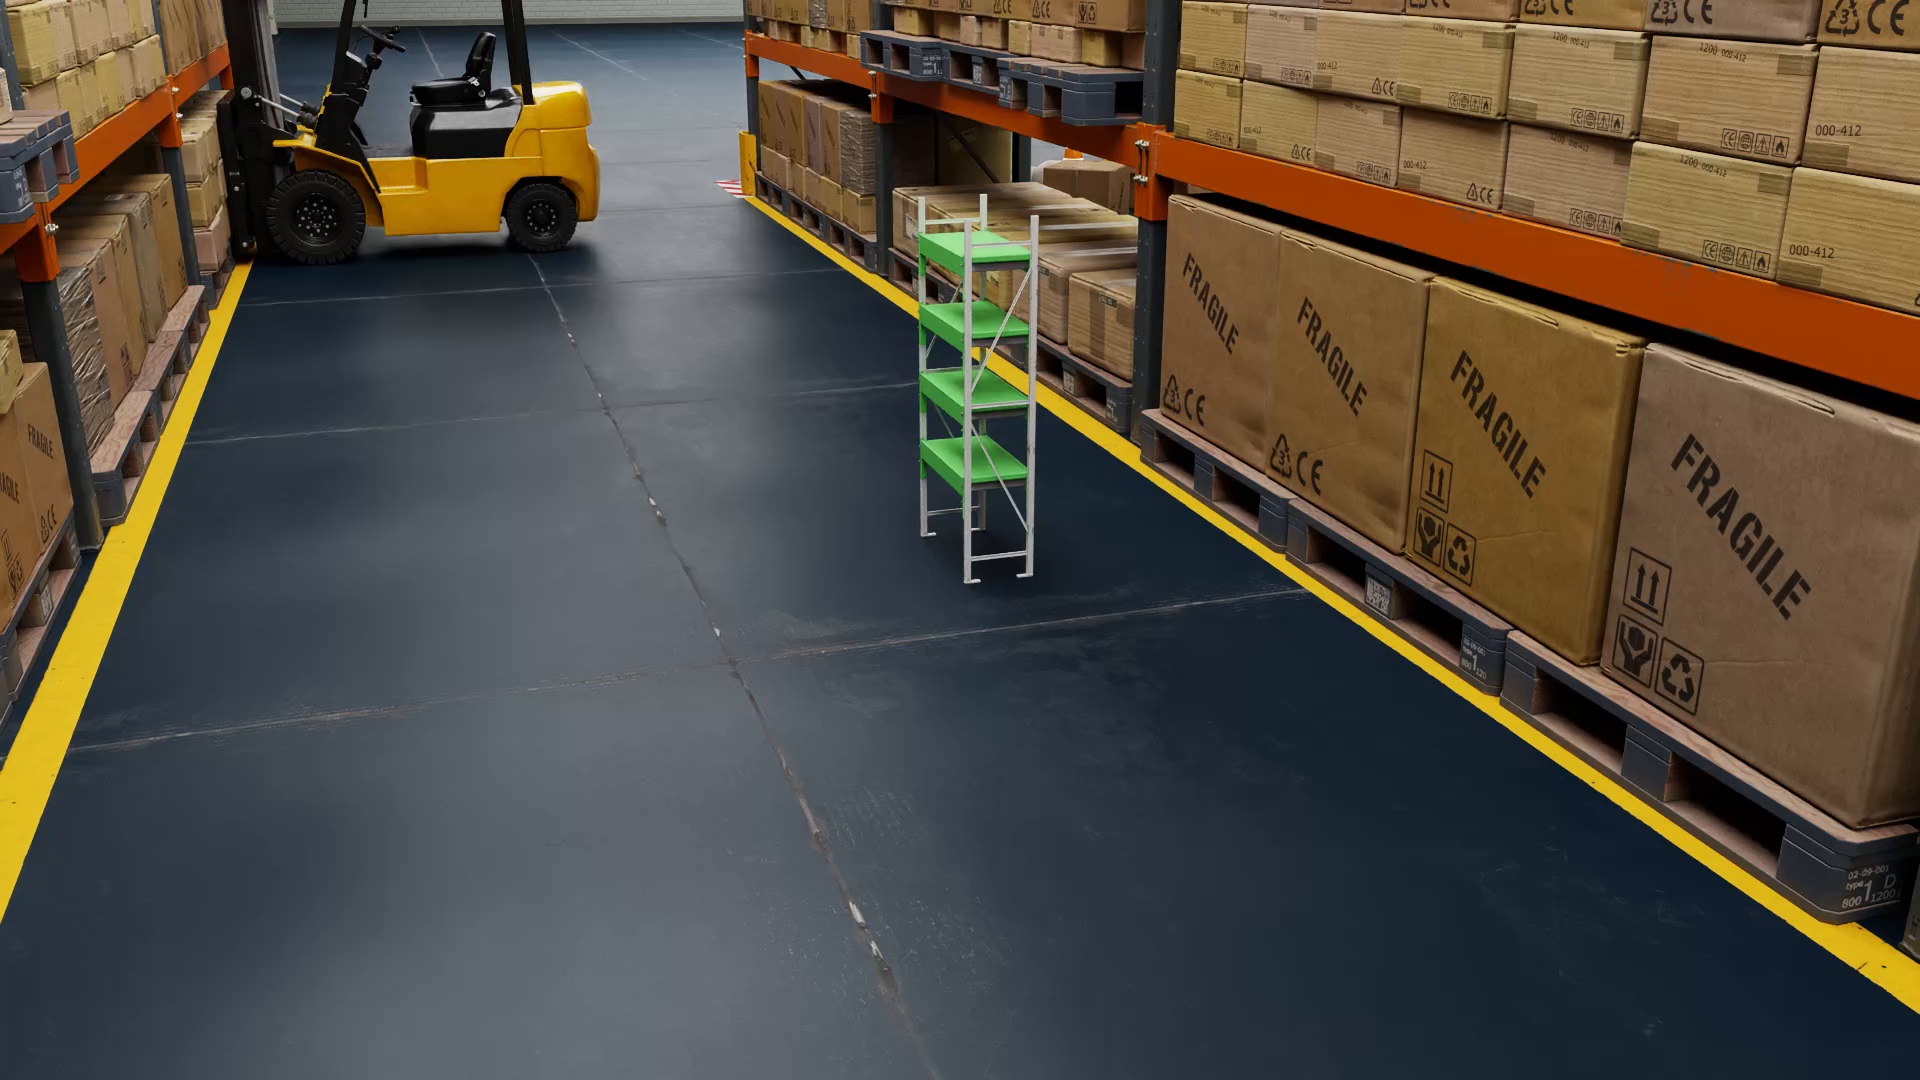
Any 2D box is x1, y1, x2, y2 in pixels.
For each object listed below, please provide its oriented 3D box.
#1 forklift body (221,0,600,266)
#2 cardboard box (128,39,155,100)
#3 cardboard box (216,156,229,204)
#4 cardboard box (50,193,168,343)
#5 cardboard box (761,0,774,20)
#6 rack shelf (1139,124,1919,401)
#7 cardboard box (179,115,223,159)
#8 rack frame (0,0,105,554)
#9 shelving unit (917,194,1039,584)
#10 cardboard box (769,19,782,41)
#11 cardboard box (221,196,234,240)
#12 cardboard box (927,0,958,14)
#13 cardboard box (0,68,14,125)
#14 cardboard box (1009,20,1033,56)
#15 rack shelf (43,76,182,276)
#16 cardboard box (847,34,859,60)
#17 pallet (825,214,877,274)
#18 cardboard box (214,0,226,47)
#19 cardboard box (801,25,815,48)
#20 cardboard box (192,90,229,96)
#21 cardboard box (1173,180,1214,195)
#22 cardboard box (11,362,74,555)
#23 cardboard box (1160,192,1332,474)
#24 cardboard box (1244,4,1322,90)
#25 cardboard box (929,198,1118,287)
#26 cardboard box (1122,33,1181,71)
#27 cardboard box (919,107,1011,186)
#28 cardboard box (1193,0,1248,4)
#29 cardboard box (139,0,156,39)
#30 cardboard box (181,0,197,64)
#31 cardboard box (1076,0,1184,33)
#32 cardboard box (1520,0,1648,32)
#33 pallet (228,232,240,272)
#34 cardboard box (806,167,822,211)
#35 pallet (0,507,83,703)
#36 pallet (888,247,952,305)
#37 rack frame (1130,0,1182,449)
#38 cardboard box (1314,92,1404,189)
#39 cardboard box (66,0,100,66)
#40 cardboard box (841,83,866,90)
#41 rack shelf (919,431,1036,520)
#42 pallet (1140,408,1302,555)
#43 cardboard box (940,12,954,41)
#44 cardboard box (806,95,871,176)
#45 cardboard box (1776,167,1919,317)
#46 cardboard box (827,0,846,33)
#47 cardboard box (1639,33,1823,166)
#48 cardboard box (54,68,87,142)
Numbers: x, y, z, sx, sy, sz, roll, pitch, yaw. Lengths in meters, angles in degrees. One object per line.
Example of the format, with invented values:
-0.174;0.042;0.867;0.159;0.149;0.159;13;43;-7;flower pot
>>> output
-3.680;-3.089;11.335;2.313;2.155;1.214;-6;21;-17;forklift body
-4.181;-2.254;7.977;0.500;0.250;0.500;-7;21;-18;cardboard box
-4.917;-2.270;10.507;0.500;0.250;0.500;-7;21;-18;cardboard box
-4.339;-1.283;7.944;0.875;0.625;0.625;-7;21;-18;cardboard box
-1.245;-4.271;12.783;0.500;0.500;0.500;-6;21;-16;cardboard box
1.846;-0.884;5.005;1.077;0.370;4.000;-6;21;-17;rack shelf
-4.923;-2.506;10.423;0.500;0.250;0.500;-6;21;-15;cardboard box
-3.493;-1.336;5.198;1.000;3.000;0.127;-6;21;-17;rack frame
0.052;-0.512;5.566;0.258;1.200;0.503;-6;21;-17;shelving unit
-1.251;-3.923;12.772;0.380;0.149;0.250;-6;21;-16;cardboard box
-4.939;-2.038;10.599;0.500;0.250;0.500;-6;21;-16;cardboard box
0.136;-3.031;8.709;0.500;0.500;0.500;-7;21;-18;cardboard box
-2.923;-1.245;4.696;0.380;0.149;0.250;-6;21;-16;cardboard box
0.445;-2.347;7.764;0.380;0.149;0.250;-6;21;-16;cardboard box
-4.122;-1.639;7.107;1.077;0.370;4.000;-6;21;-17;rack shelf
-0.515;-3.180;10.704;0.380;0.149;0.250;-6;21;-16;cardboard box
-0.284;-2.047;11.304;1.003;0.211;1.213;-6;21;-17;pallet
-5.604;-3.820;11.967;0.500;0.500;0.500;-7;21;-18;cardboard box
-0.920;-3.590;11.846;0.380;0.149;0.250;-6;21;-17;cardboard box
-5.567;-3.163;12.251;0.500;0.250;0.500;-6;21;-15;cardboard box
1.641;-2.527;11.091;0.500;0.500;0.500;-6;21;-17;cardboard box
-3.156;-0.244;5.236;0.500;0.500;0.500;-6;21;-16;cardboard box
1.356;-0.832;6.316;0.875;0.875;0.875;-7;21;-18;cardboard box
1.304;-1.674;5.623;0.500;0.250;0.500;-6;21;-16;cardboard box
0.357;-1.711;9.508;0.950;0.372;0.625;-5;20;-14;cardboard box
0.891;-2.024;6.865;0.380;0.149;0.250;-6;21;-15;cardboard box
0.031;-2.623;11.118;0.500;0.500;0.500;-5;20;-15;cardboard box
1.140;-2.198;5.971;0.500;0.500;0.500;-7;21;-19;cardboard box
-4.354;-2.654;8.350;0.500;0.250;0.500;-7;21;-18;cardboard box
-4.982;-3.164;10.141;0.500;0.500;0.500;-7;21;-18;cardboard box
0.811;-2.365;6.856;0.500;0.500;0.500;-7;21;-19;cardboard box
1.786;-1.545;4.154;0.500;0.500;0.500;-6;21;-16;cardboard box
-5.348;-1.959;11.058;1.003;0.211;1.213;-6;21;-17;pallet
-0.813;-2.546;12.015;0.500;0.250;0.500;-6;21;-16;cardboard box
-3.295;0.220;4.991;1.003;0.211;1.213;-6;21;-17;pallet
0.206;-1.586;10.020;1.003;0.211;1.213;-6;21;-17;pallet
1.218;-1.864;6.670;1.000;3.000;0.127;-6;21;-17;rack frame
1.470;-1.278;5.259;0.500;0.250;0.500;-6;21;-15;cardboard box
-3.705;-2.000;6.528;0.500;0.250;0.500;-7;21;-19;cardboard box
-0.630;-3.292;12.980;0.500;0.500;0.500;-6;21;-15;cardboard box
0.052;-0.226;5.668;0.258;0.148;0.480;-6;21;-17;rack shelf
1.394;-0.291;6.414;1.003;0.211;1.213;-6;21;-17;pallet
0.107;-2.766;8.929;0.380;0.149;0.250;-6;21;-16;cardboard box
-0.803;-2.893;11.869;0.500;0.500;0.500;-5;20;-14;cardboard box
2.095;-0.627;3.448;0.500;0.250;0.500;-7;21;-18;cardboard box
-0.584;-3.616;10.958;0.500;0.500;0.500;-6;21;-15;cardboard box
1.941;-1.021;3.803;0.500;0.250;0.500;-6;21;-16;cardboard box
-3.554;-1.596;6.143;0.500;0.250;0.500;-7;21;-18;cardboard box
